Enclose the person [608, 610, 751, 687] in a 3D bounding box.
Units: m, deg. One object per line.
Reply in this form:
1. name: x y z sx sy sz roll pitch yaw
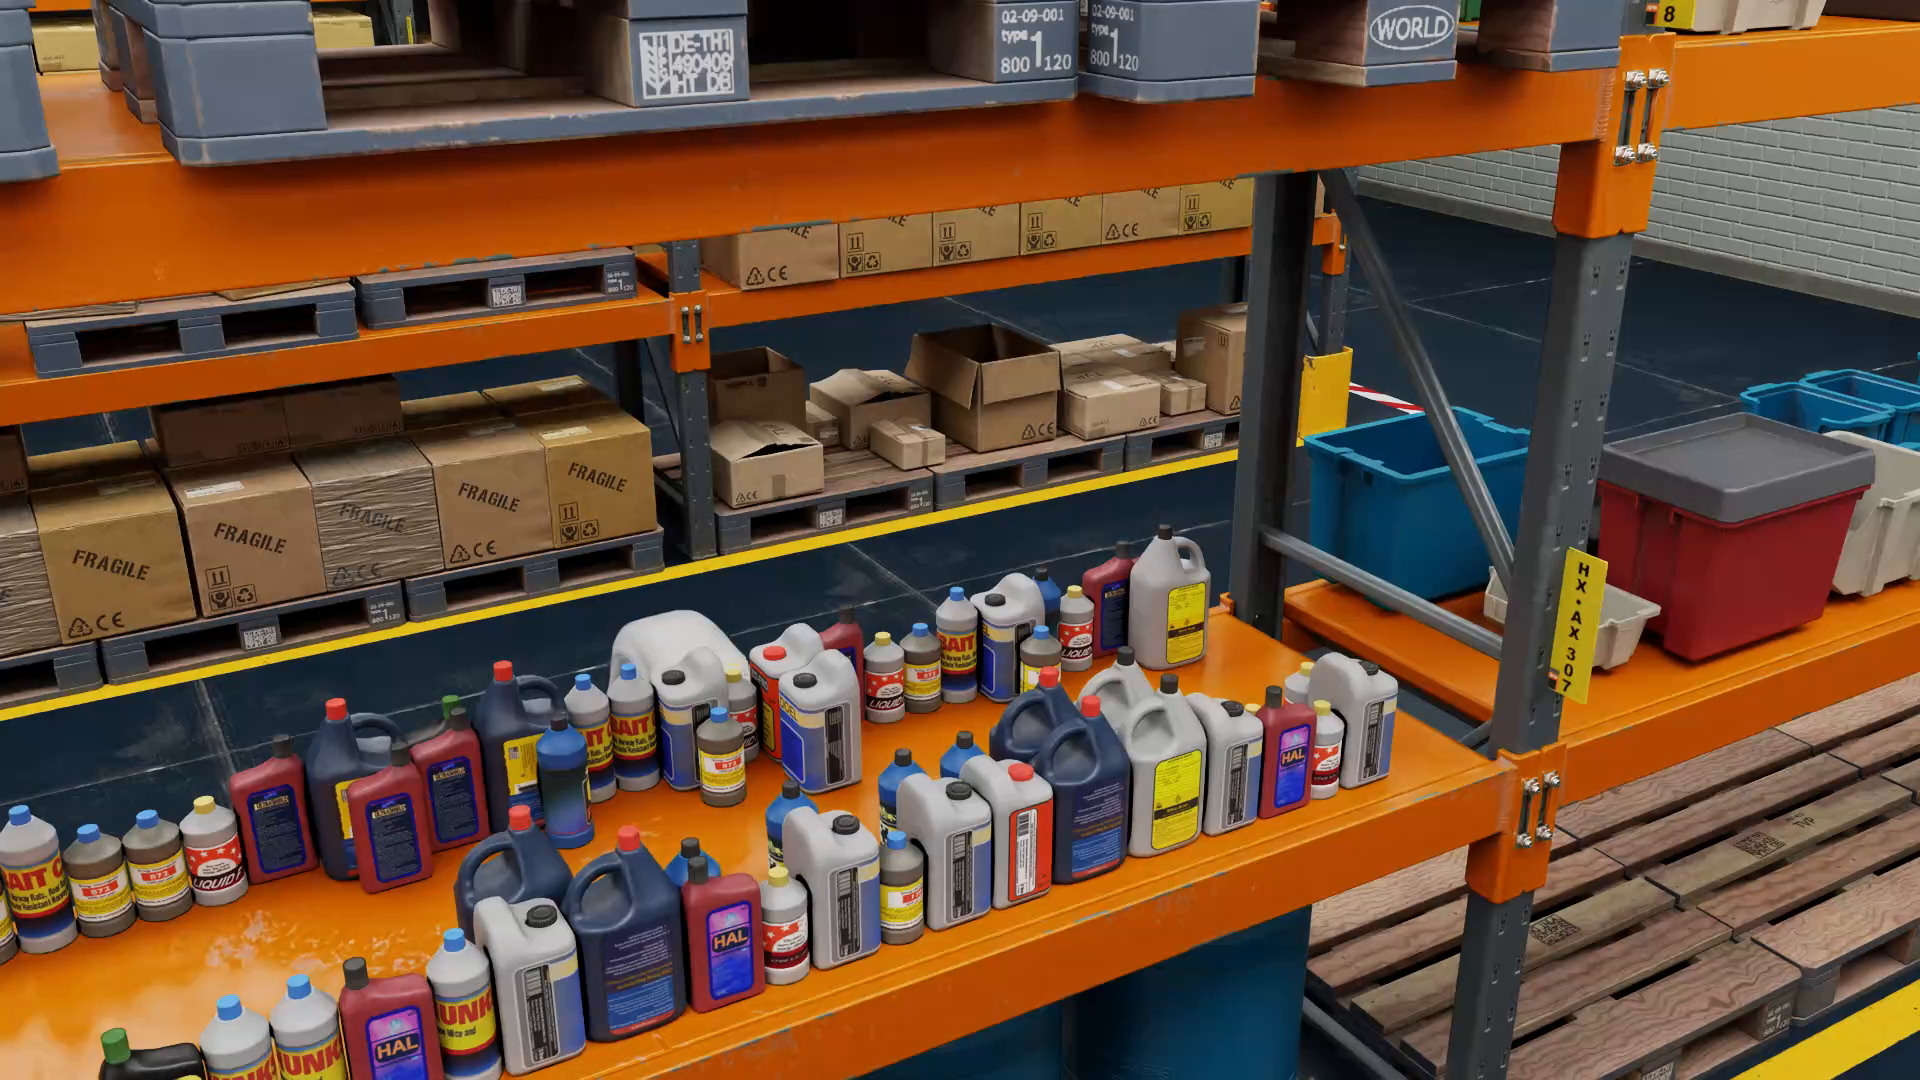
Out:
1. person: -0.757 0.770 5.080 0.446 0.998 0.866 -14 26 -30
